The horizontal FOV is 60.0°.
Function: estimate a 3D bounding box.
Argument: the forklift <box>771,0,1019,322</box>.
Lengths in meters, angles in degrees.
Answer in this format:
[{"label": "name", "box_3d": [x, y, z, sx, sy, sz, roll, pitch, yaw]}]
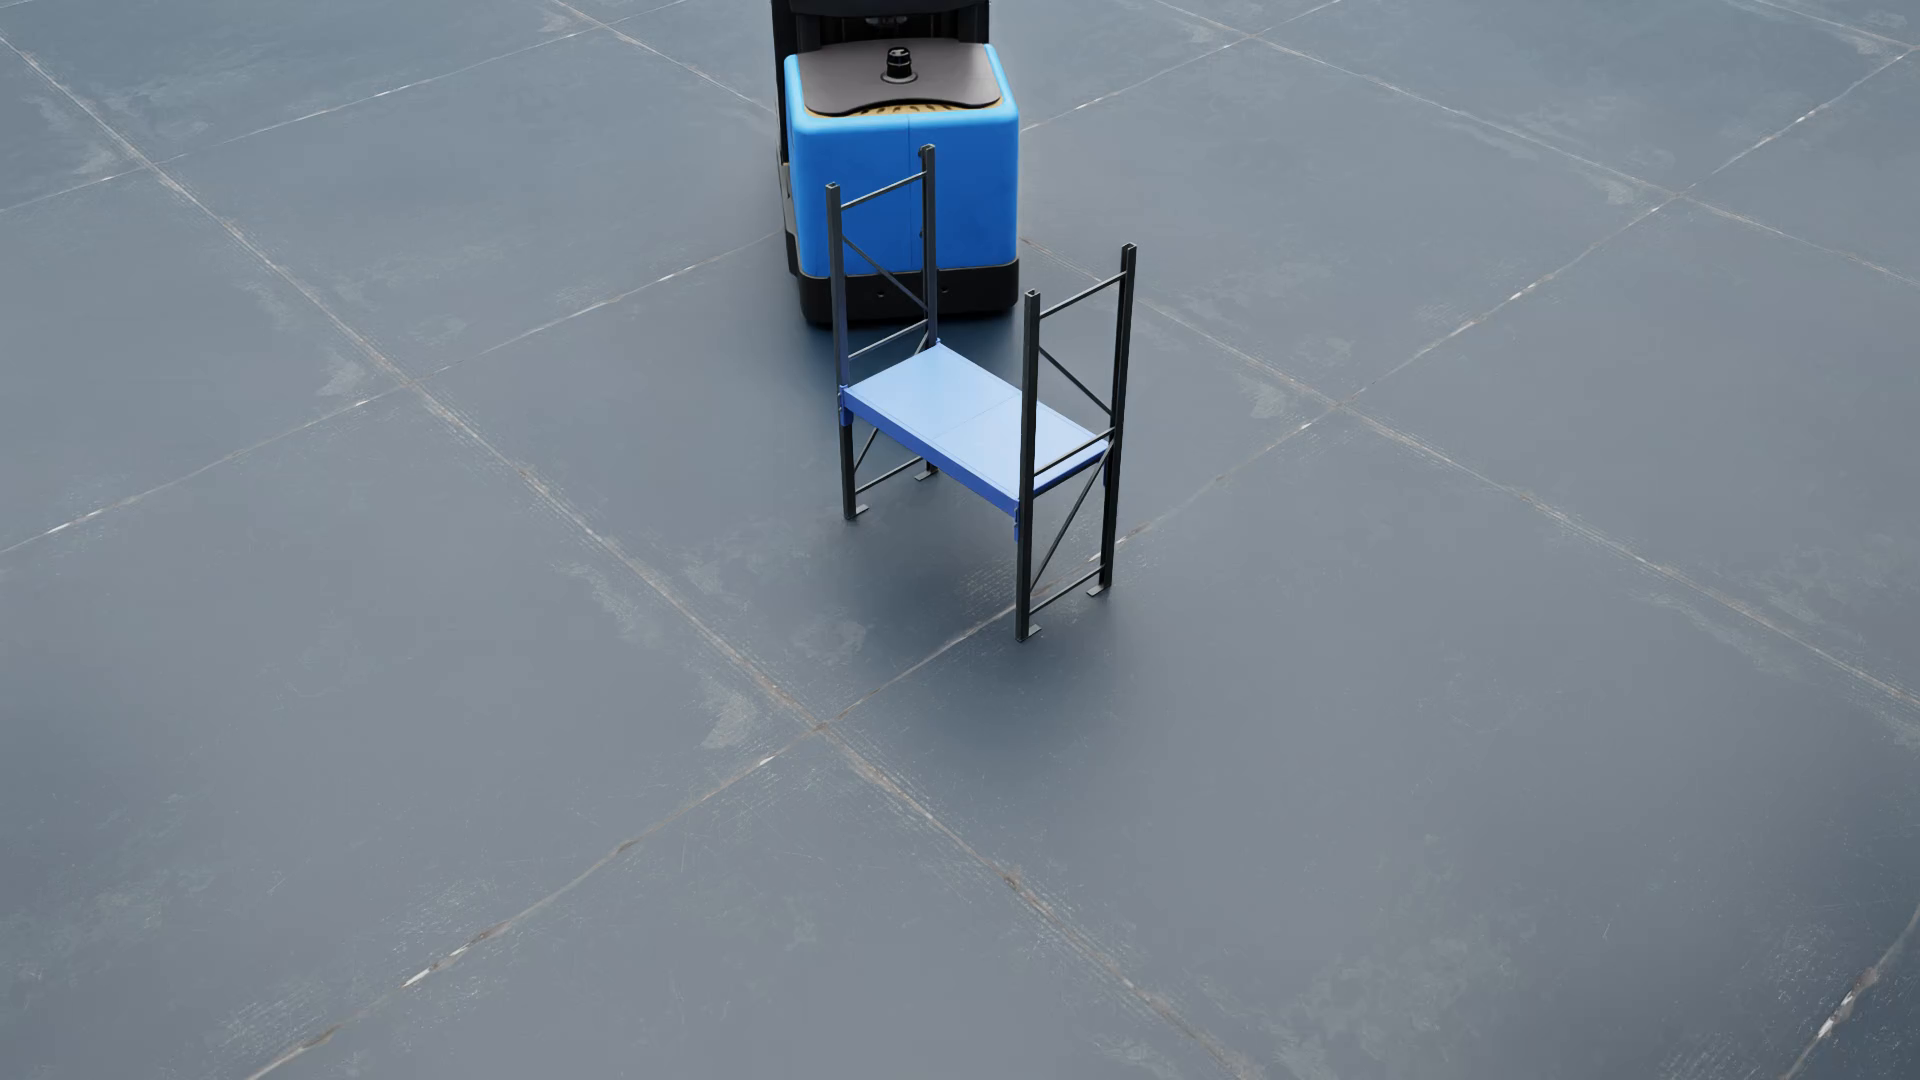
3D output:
[{"label": "forklift", "box_3d": [-0.430, -3.099, 8.254, 1.130, 2.935, 3.031, -5, 39, -6]}]

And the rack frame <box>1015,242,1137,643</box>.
[{"label": "rack frame", "box_3d": [0.402, -0.309, 5.939, 0.500, 1.500, 0.032, -30, 48, -32]}]

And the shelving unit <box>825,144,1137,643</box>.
[{"label": "shelving unit", "box_3d": [0.058, -0.544, 6.230, 0.538, 1.500, 1.048, -30, 48, -32]}]

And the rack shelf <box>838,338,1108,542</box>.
[{"label": "rack shelf", "box_3d": [0.058, -0.404, 6.343, 0.538, 0.185, 1.000, -30, 48, -32]}]

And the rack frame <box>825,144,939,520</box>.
[{"label": "rack frame", "box_3d": [-0.286, -0.779, 6.521, 0.500, 1.500, 0.032, -30, 48, -32]}]
